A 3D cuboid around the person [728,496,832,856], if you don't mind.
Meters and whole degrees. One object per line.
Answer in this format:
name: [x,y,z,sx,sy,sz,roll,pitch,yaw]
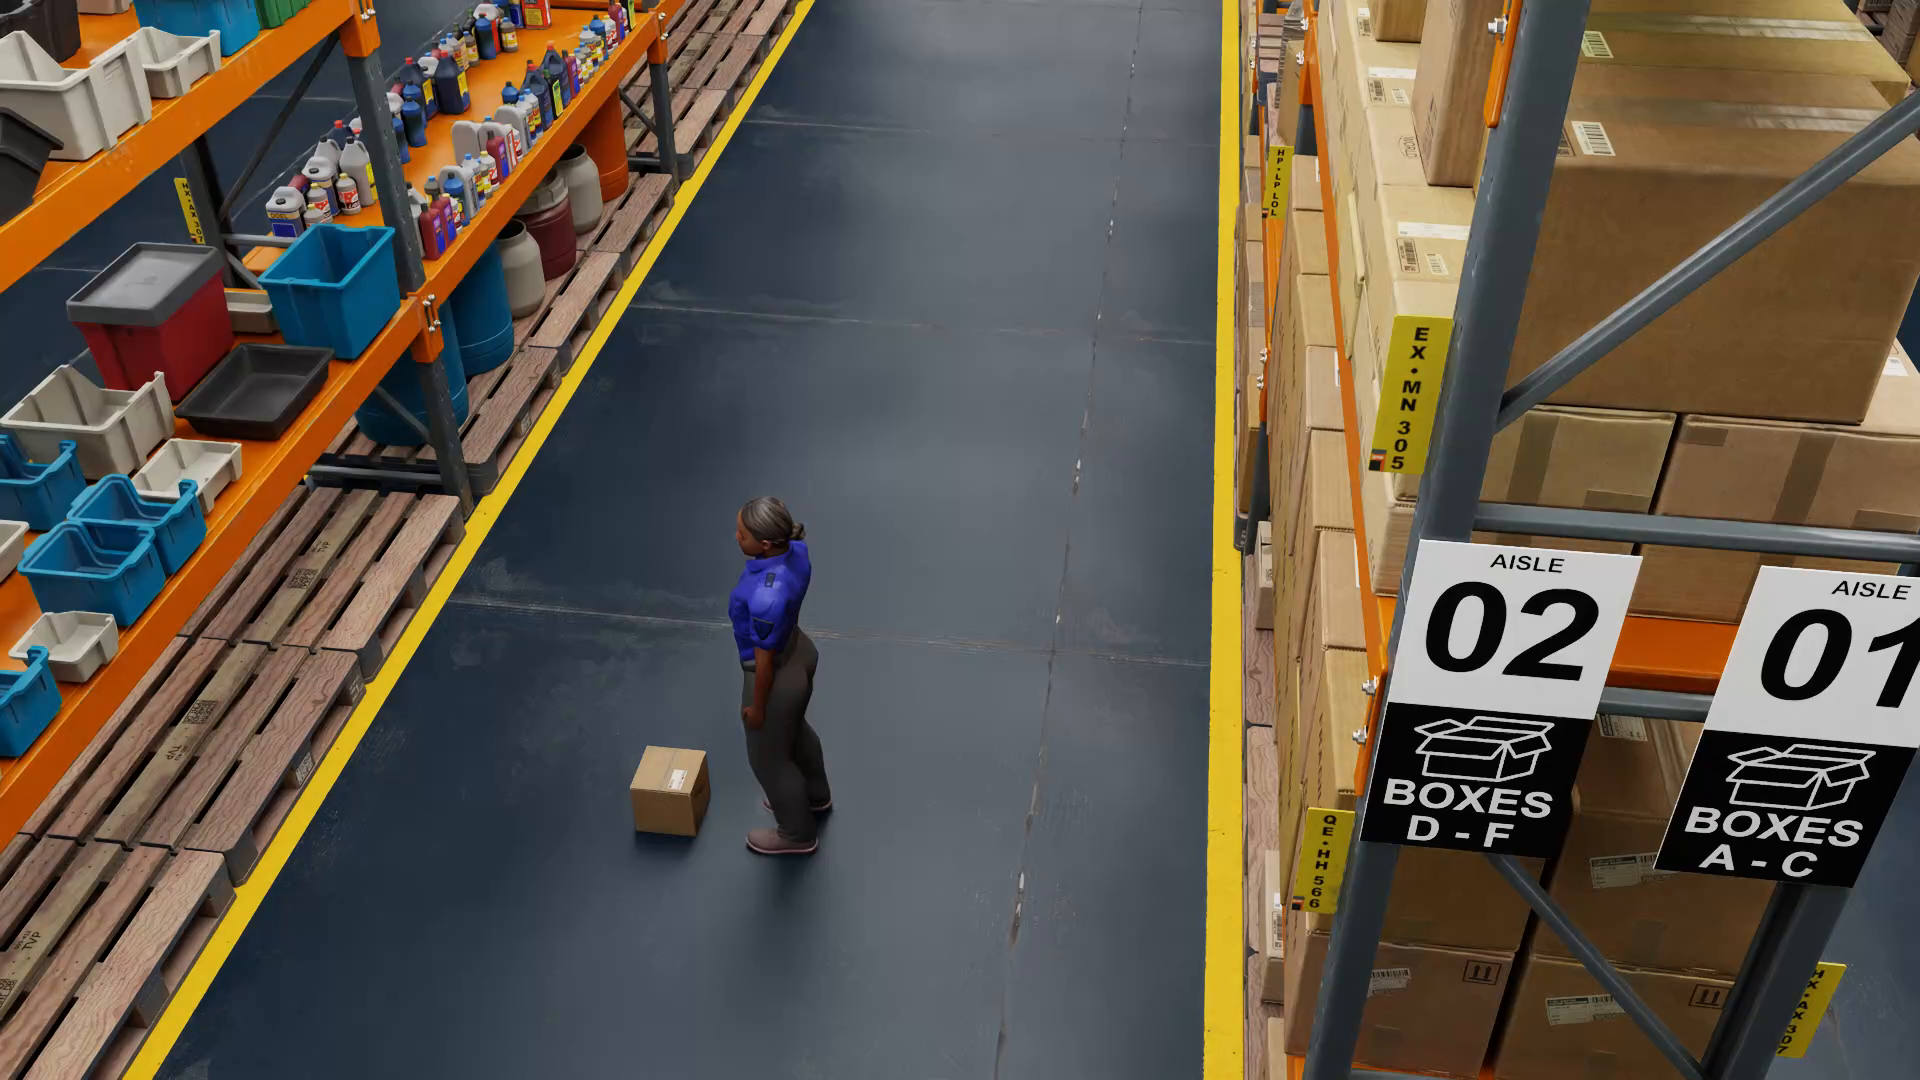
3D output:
person: [-0.703,0.523,6.341,0.303,1.663,0.437,5,37,7]
